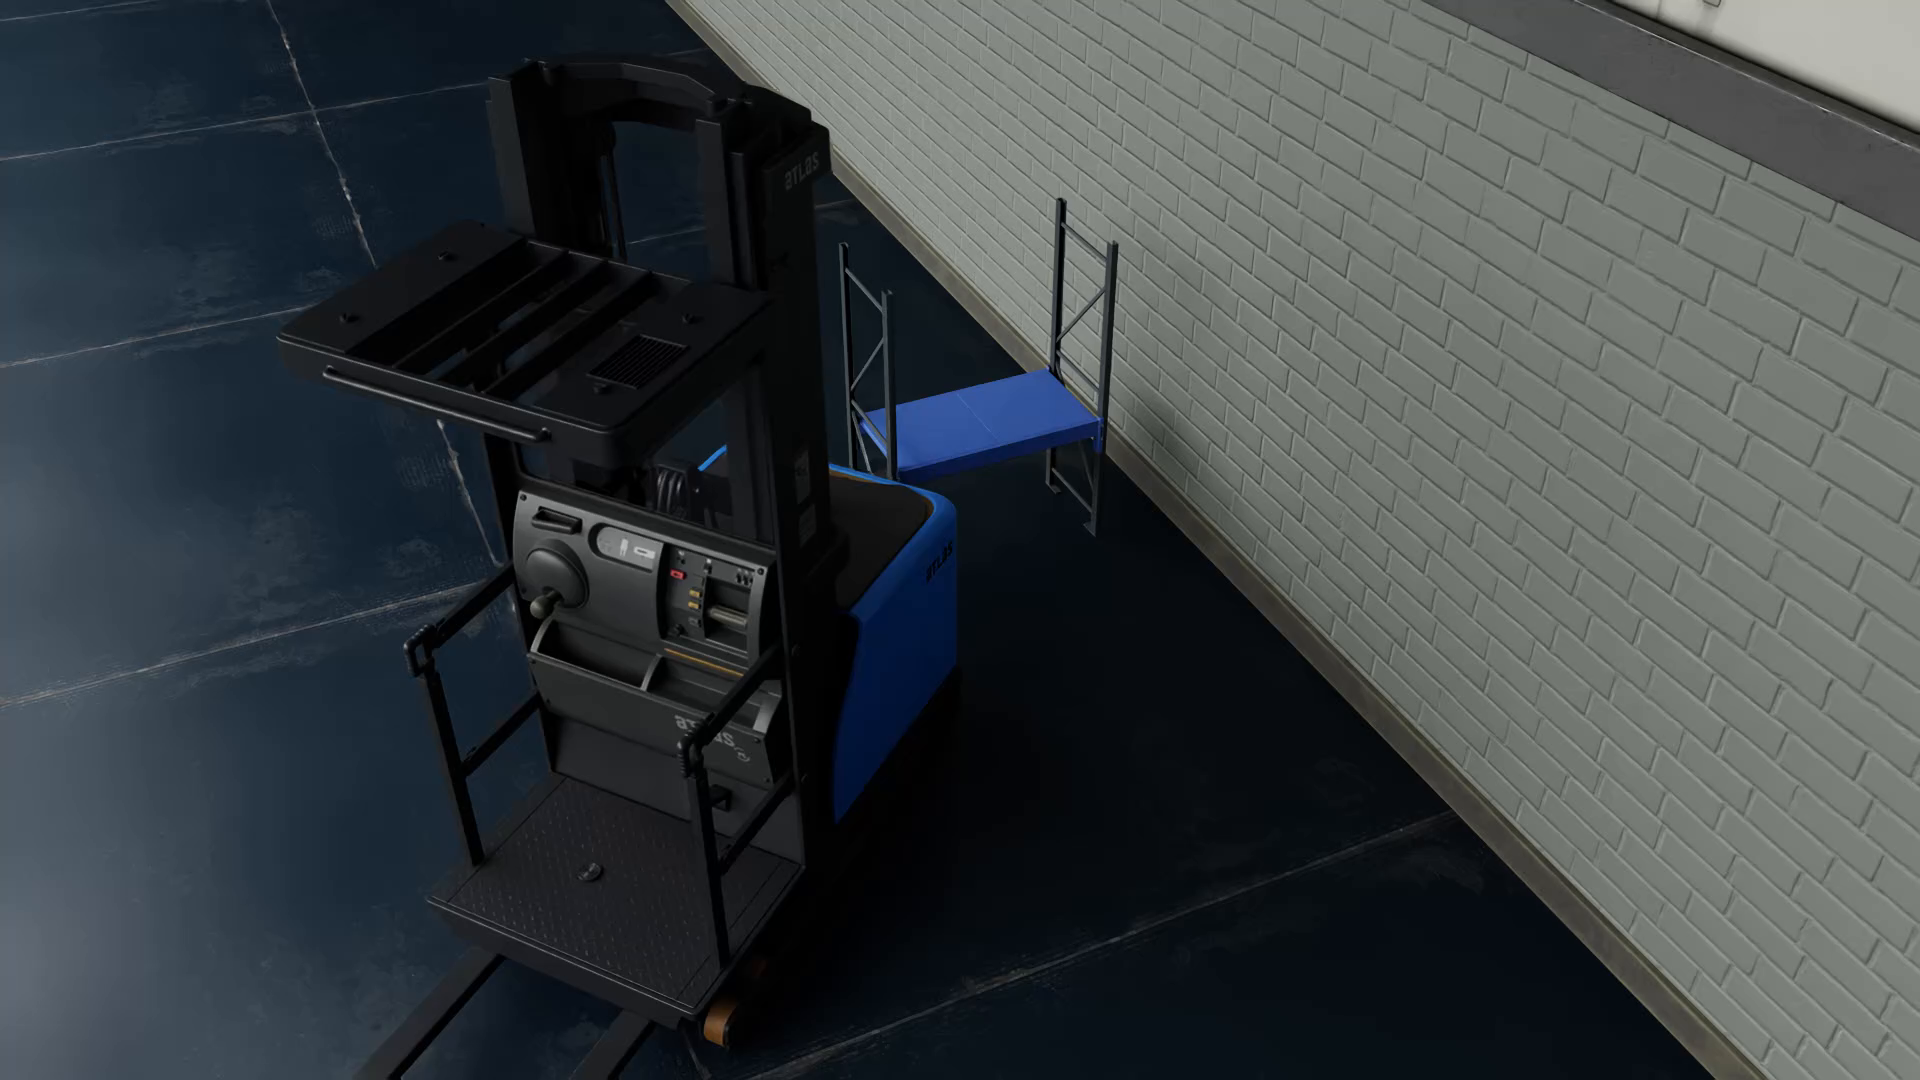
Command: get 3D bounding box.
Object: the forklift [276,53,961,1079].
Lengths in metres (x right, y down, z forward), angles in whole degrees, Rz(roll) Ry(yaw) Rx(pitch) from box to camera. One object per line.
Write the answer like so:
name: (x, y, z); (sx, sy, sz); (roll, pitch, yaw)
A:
forklift: (-1.095, 0.191, 5.032); (1.130, 2.935, 3.031); (16, 40, 21)

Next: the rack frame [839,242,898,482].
rack frame: (-0.383, -0.495, 7.159); (0.032, 1.500, 0.500); (-16, 39, -20)

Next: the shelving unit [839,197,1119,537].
shelving unit: (0.077, -0.624, 7.332); (1.048, 1.500, 0.538); (-16, 39, -20)

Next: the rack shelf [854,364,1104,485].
rack shelf: (0.077, -0.480, 7.439); (1.000, 0.185, 0.538); (-16, 39, -20)

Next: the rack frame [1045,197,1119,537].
rack frame: (0.537, -0.753, 7.506); (0.032, 1.500, 0.500); (-16, 39, -20)
